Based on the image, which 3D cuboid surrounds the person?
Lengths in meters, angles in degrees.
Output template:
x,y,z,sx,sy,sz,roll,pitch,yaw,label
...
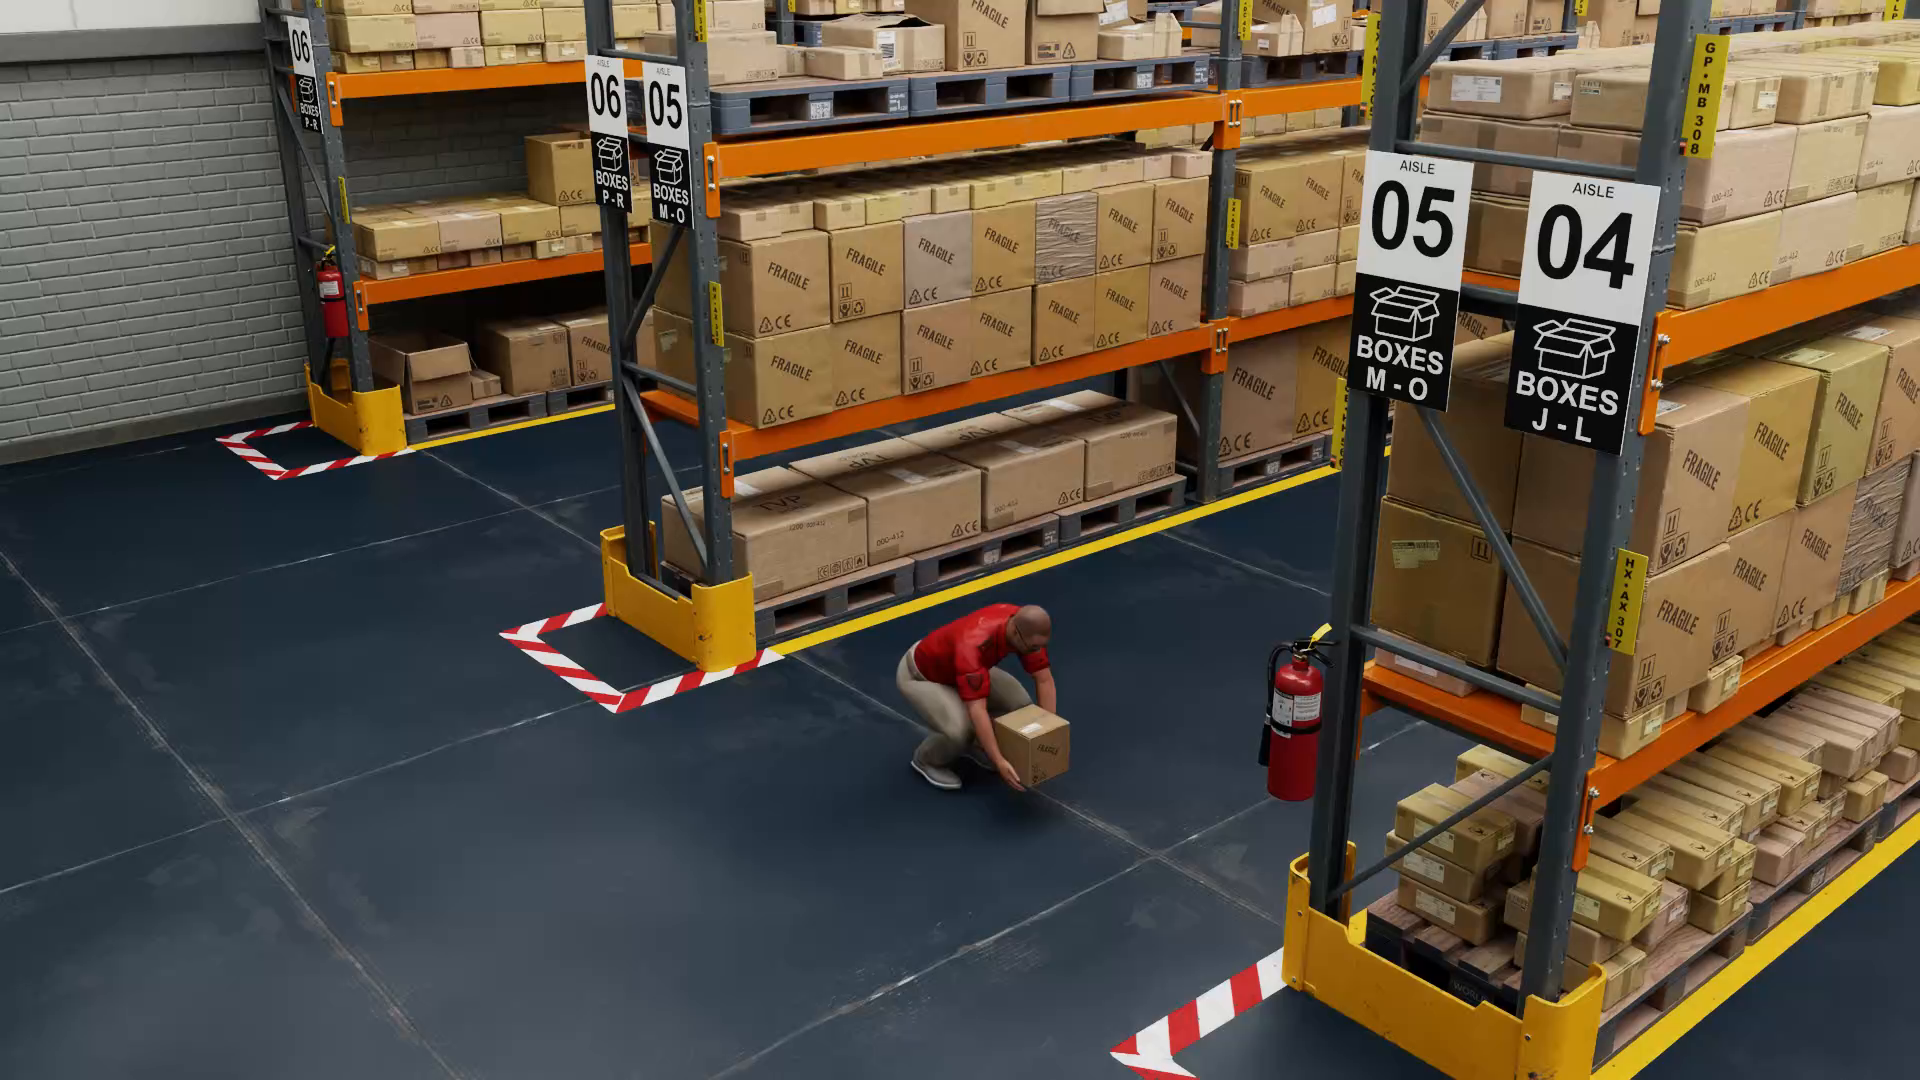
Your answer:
x,y,z,sx,sy,sz,roll,pitch,yaw,label
0.113,0.695,7.850,0.558,0.975,0.885,-17,27,-38,person
